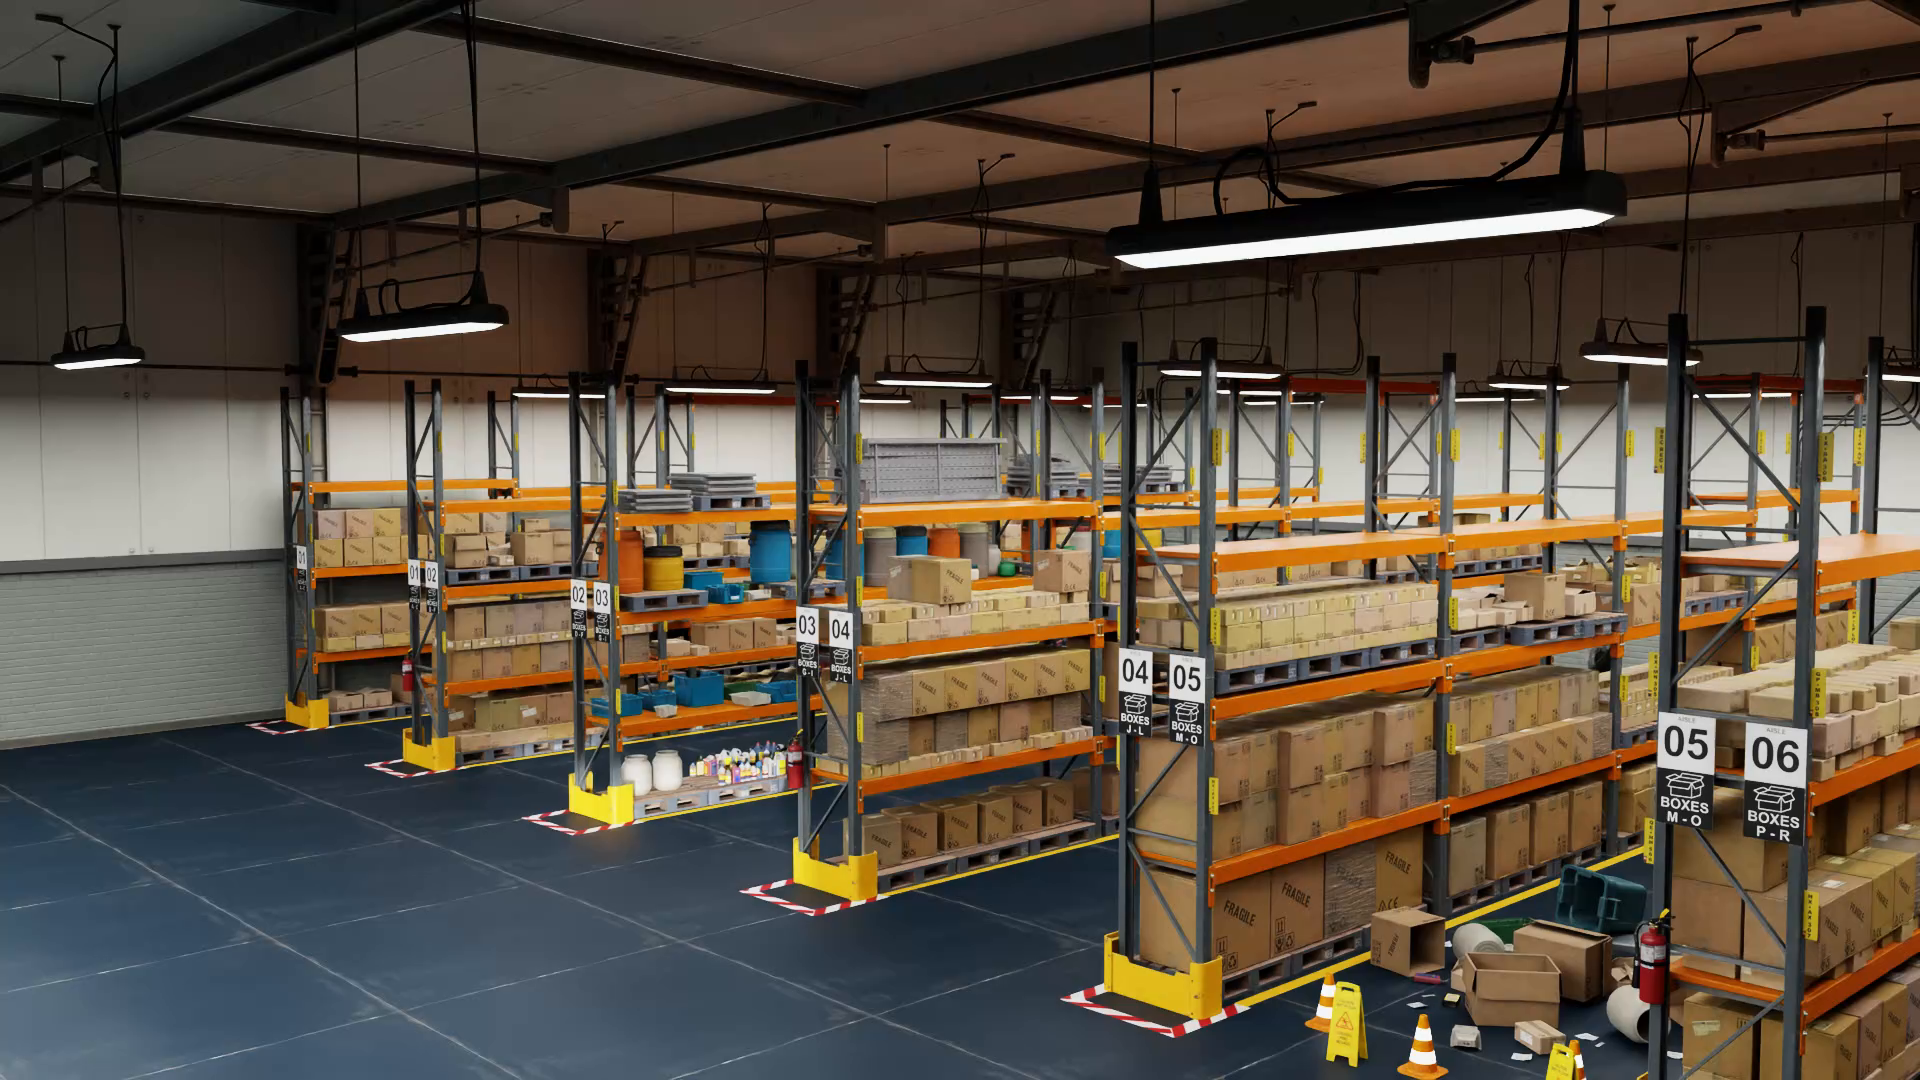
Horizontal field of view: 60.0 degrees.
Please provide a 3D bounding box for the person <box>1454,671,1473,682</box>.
[{"bbox_3d":[7.492,2.757,24.695,0.572,1.693,0.482,-1,4,-15],"label":"person"}]

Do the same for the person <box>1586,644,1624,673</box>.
[{"bbox_3d":[11.508,2.448,29.681,0.625,1.823,0.405,0,4,-2],"label":"person"}]
